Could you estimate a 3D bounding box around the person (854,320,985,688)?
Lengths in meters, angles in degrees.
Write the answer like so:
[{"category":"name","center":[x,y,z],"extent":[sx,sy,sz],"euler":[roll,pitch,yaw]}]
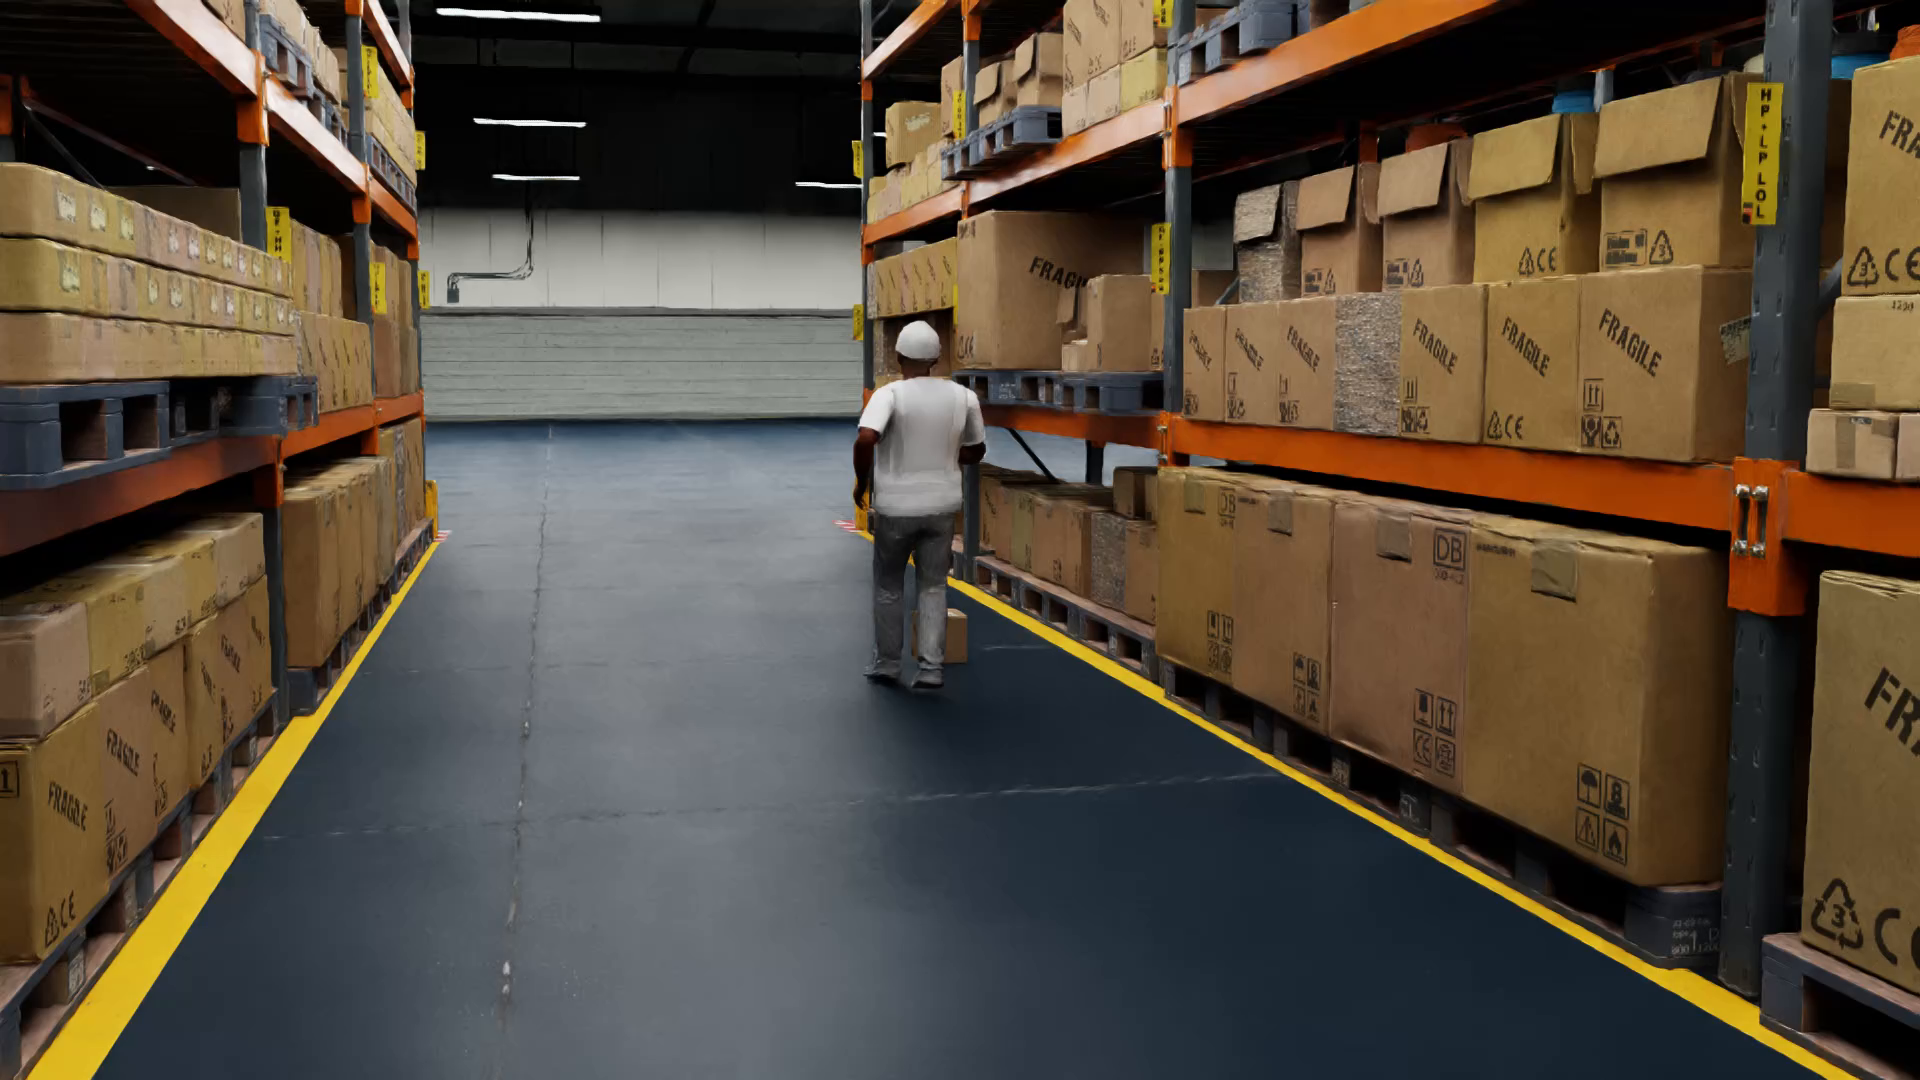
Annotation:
[{"category":"person","center":[-0.223,-0.157,7.883],"extent":[0.662,1.746,0.865],"euler":[-1,6,-11]}]
